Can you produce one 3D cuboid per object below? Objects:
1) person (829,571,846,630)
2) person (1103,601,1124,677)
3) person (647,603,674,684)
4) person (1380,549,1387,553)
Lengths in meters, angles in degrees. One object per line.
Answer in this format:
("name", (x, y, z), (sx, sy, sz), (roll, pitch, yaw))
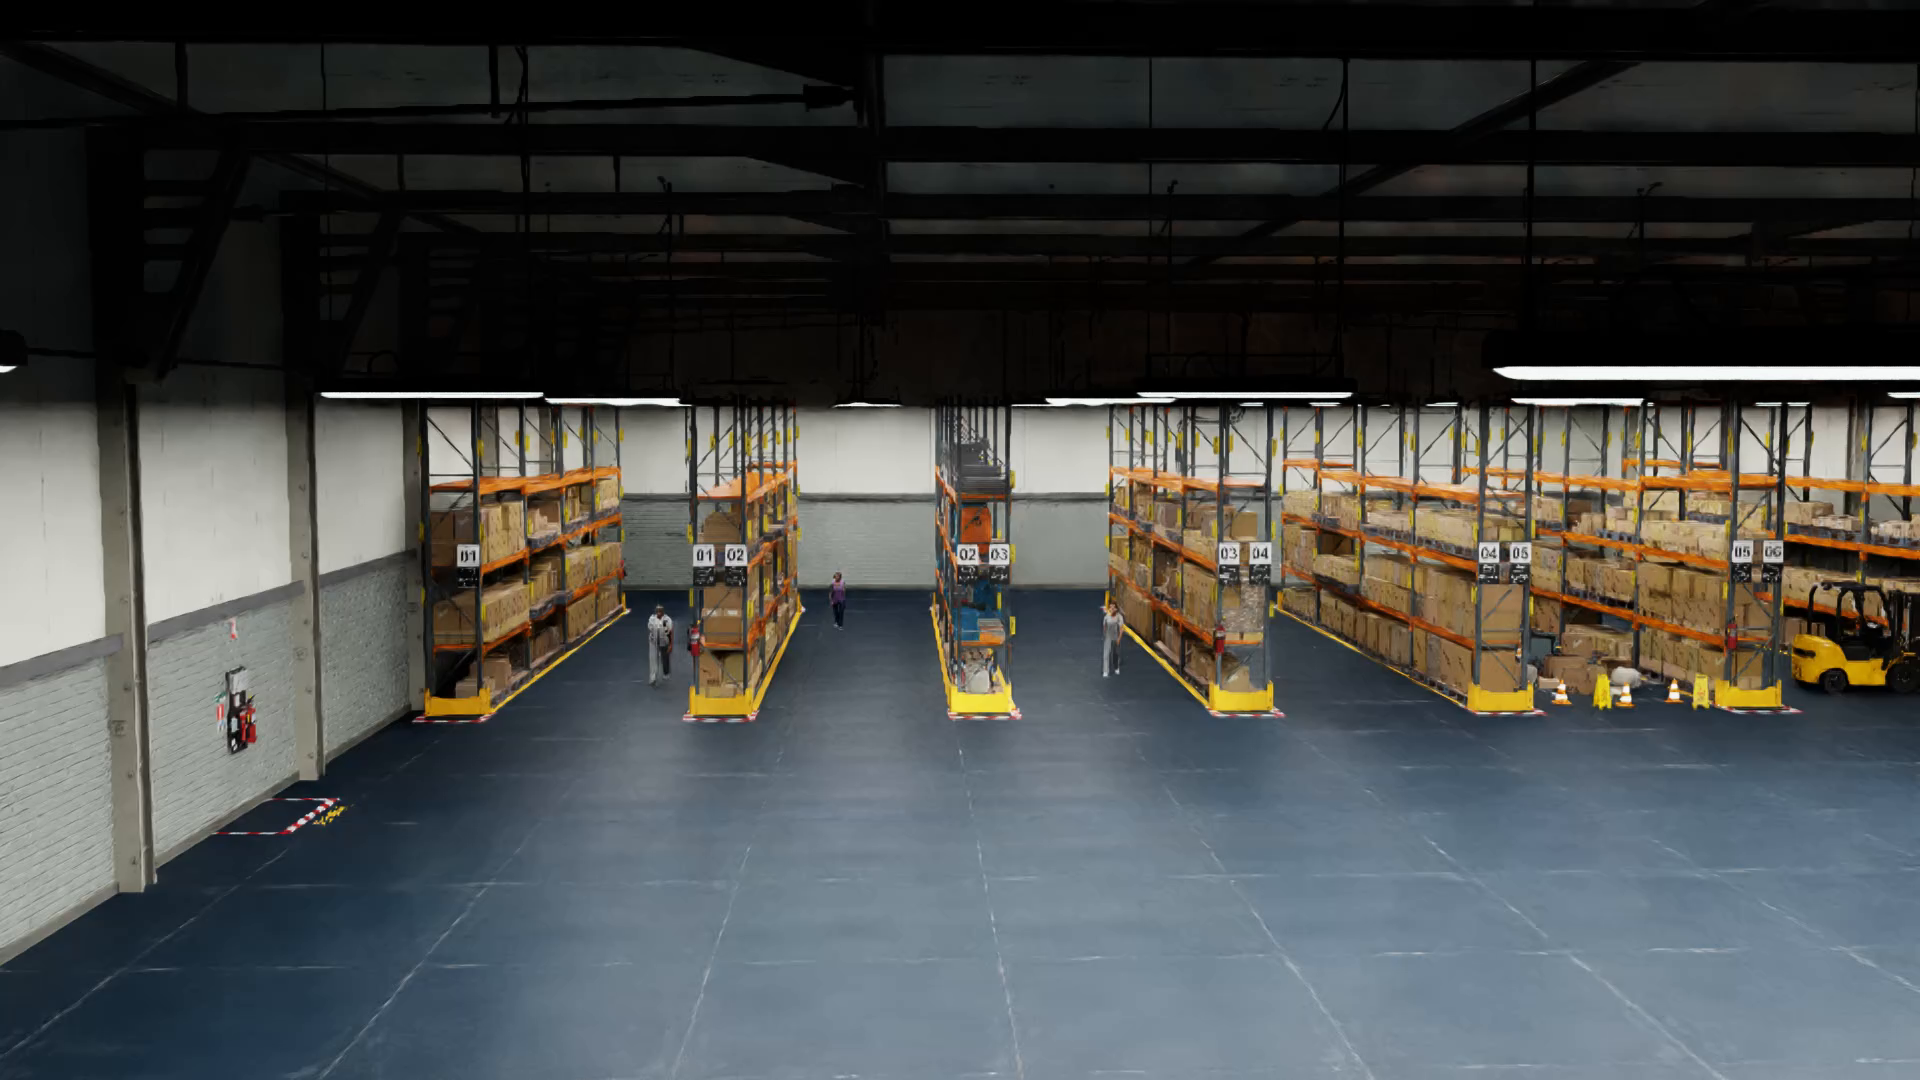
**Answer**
("person", (-3.179, 1.557, 43.146), (0.417, 1.517, 1.032), (0, 4, 0))
("person", (3.282, 2.106, 35.582), (0.445, 1.603, 1.019), (1, 5, 7))
("person", (-6.248, 2.138, 34.702), (0.540, 1.676, 1.111), (0, 5, -4))
("person", (12.446, 1.098, 48.492), (0.469, 1.642, 0.684), (-2, 5, -28))
